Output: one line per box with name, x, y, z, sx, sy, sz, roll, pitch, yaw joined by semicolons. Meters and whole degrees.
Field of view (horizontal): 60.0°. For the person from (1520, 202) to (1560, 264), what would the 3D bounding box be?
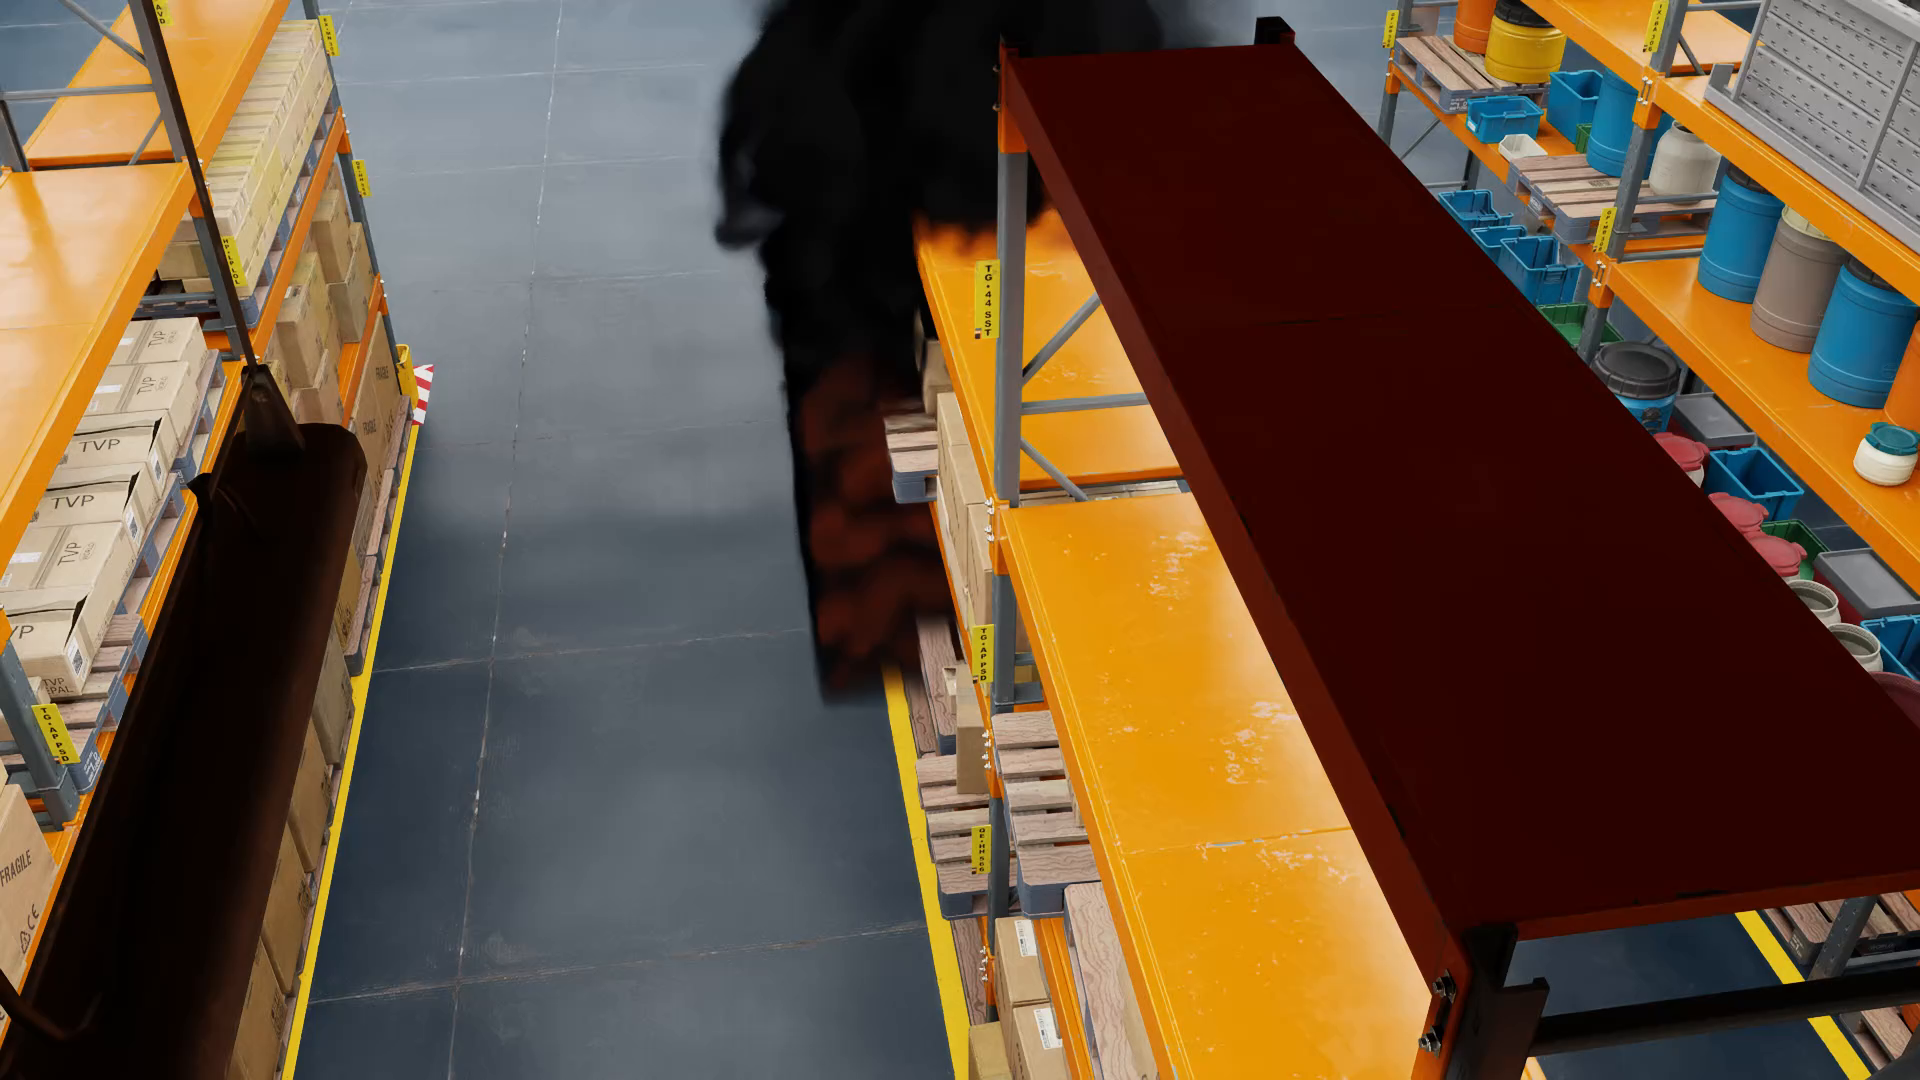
person;5.639;-3.229;15.907;0.703;1.779;0.664;-7;37;-9
